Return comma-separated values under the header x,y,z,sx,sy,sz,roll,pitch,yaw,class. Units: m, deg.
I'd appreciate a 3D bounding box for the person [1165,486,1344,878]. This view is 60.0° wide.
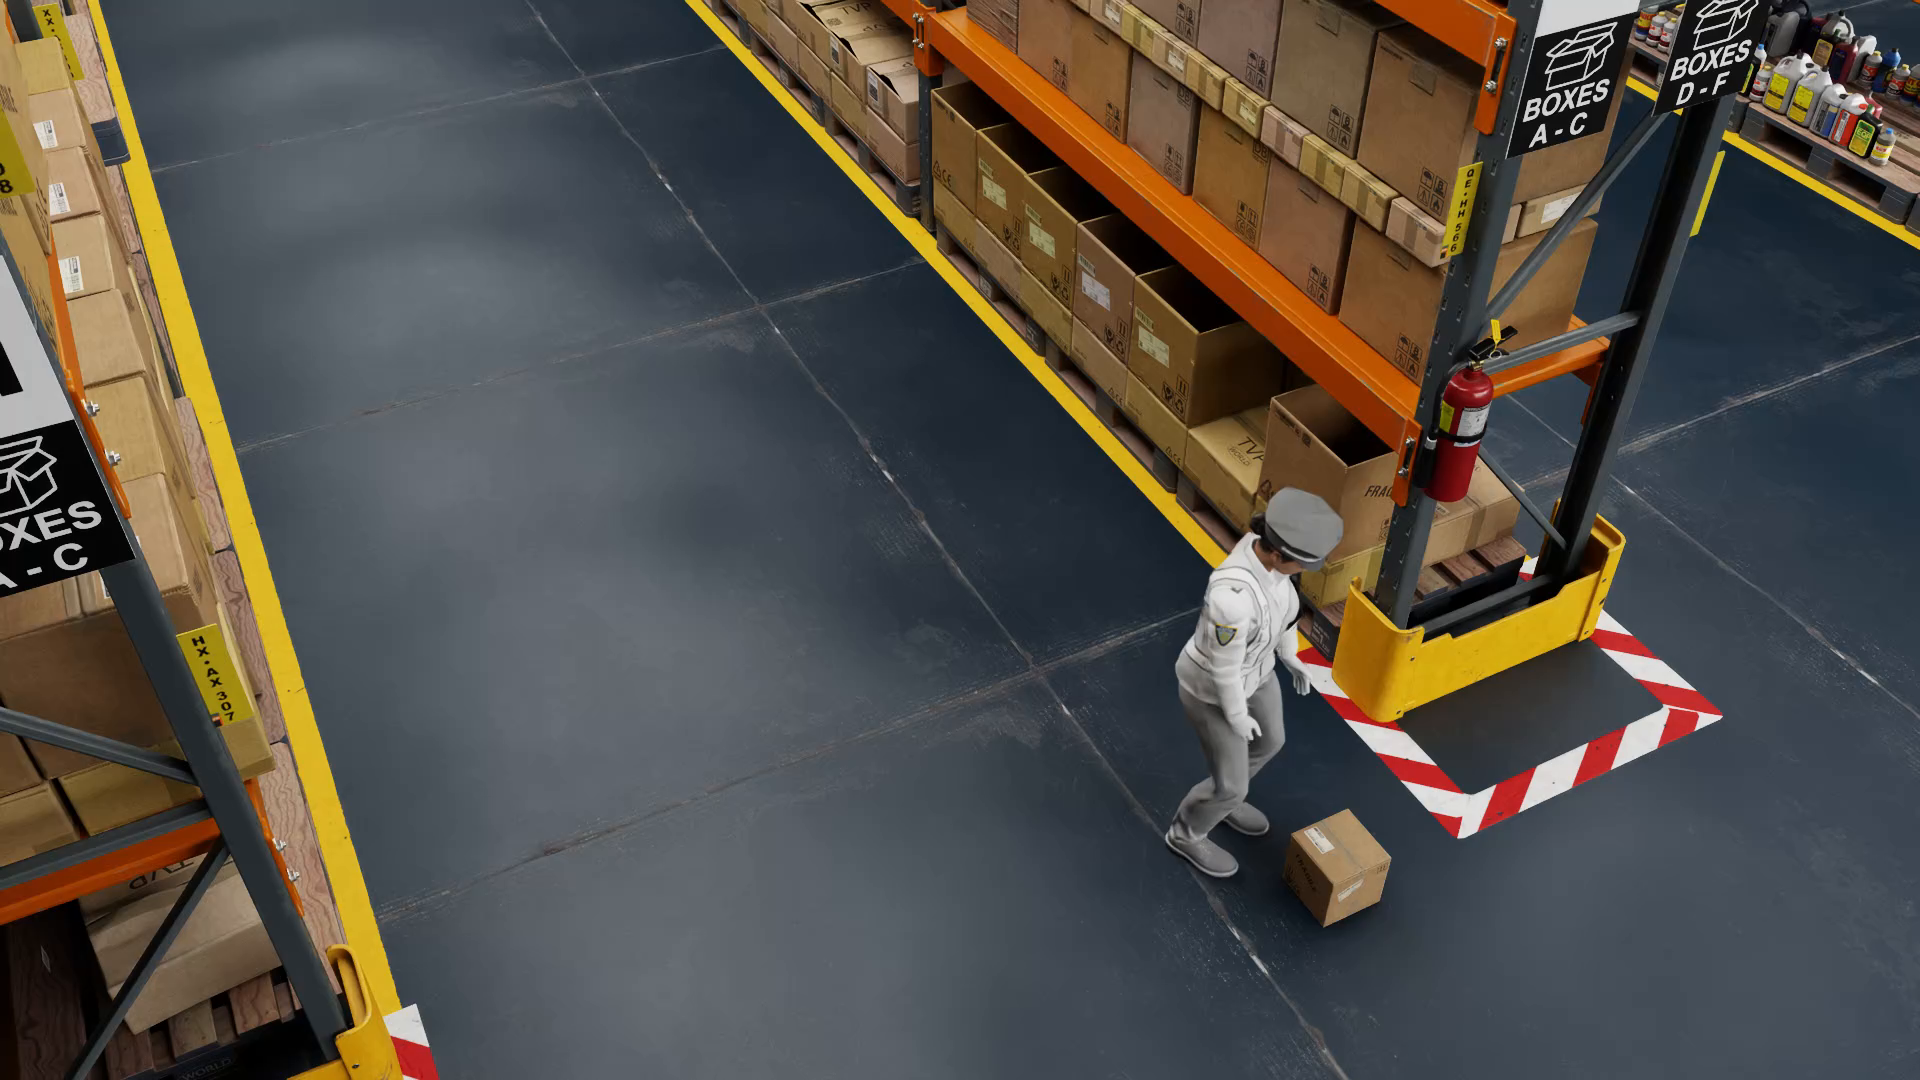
x,y,z,sx,sy,sz,roll,pitch,yaw,class
0.974,0.480,5.655,0.446,1.626,0.500,25,47,25,person
